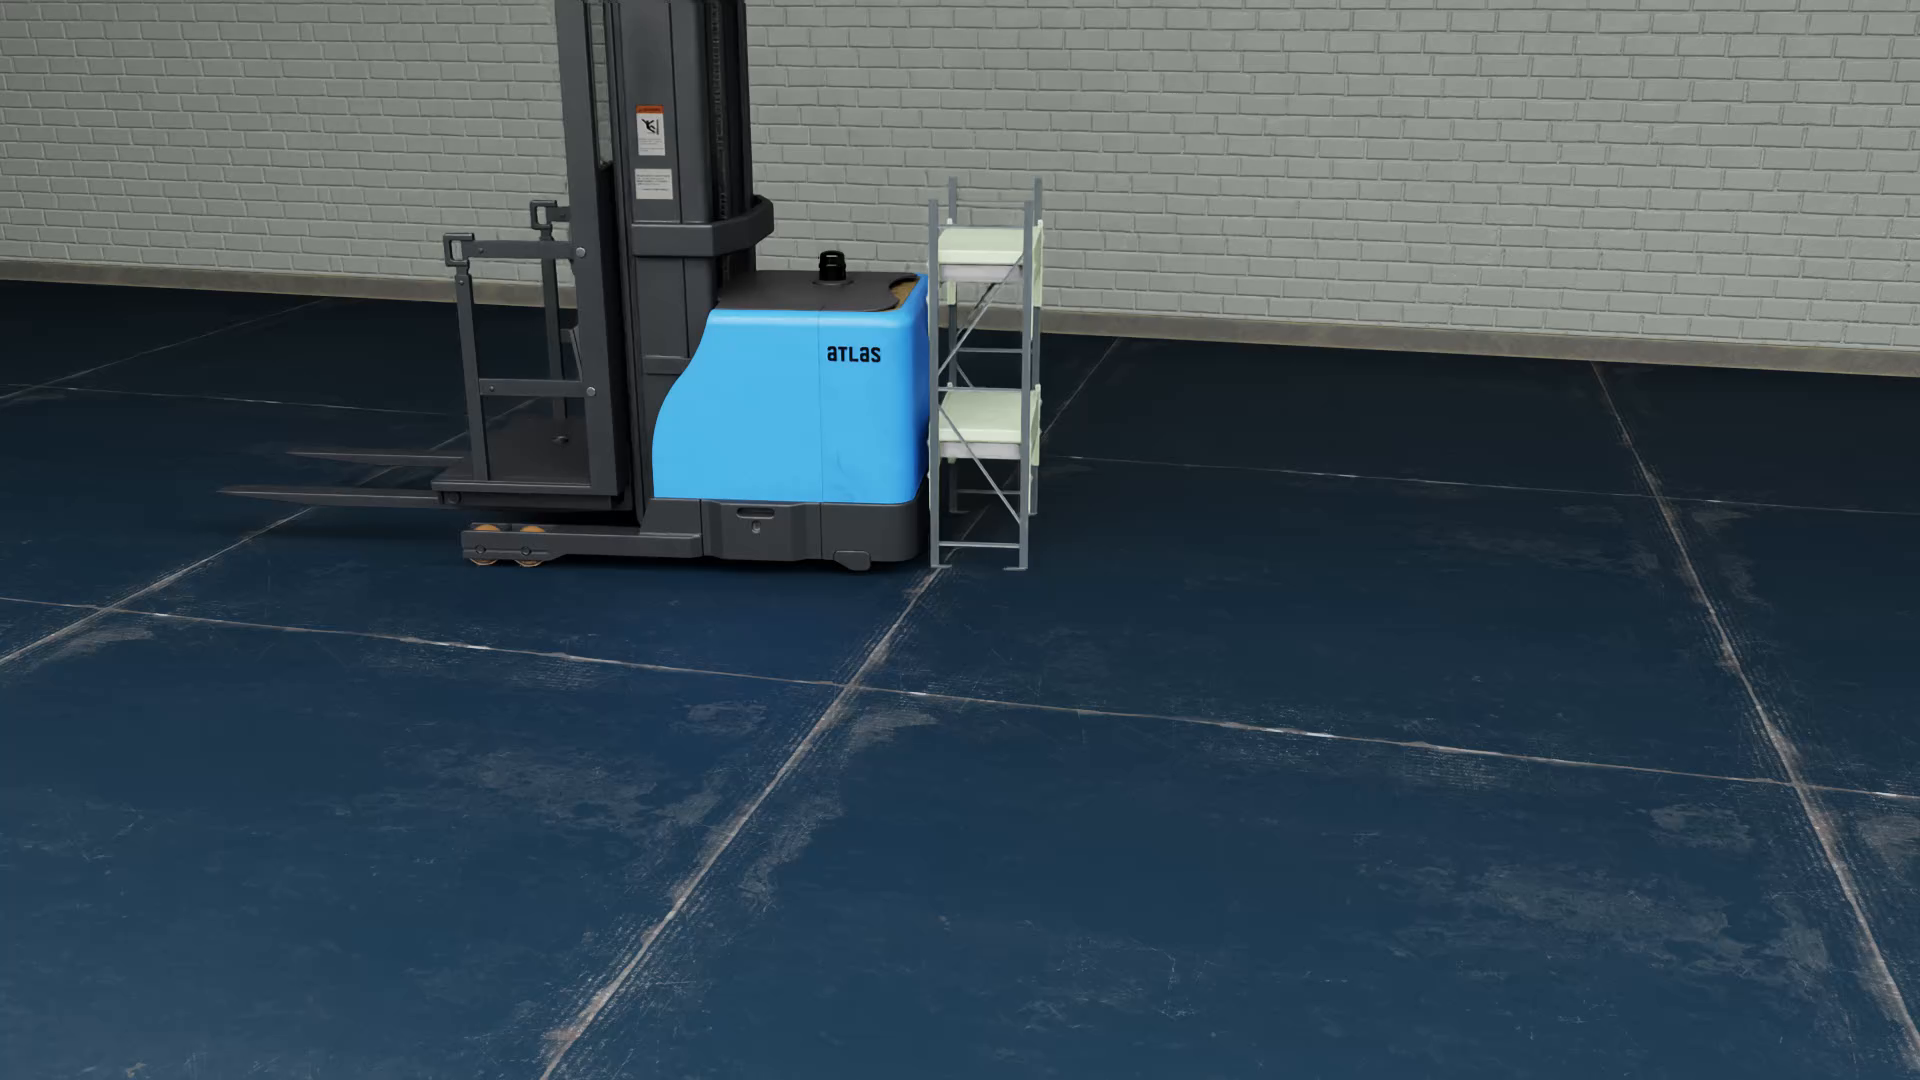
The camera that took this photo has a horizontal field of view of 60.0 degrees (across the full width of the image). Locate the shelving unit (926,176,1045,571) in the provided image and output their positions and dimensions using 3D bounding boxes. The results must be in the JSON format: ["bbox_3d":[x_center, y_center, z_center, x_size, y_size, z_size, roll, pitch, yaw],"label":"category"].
[{"bbox_3d":[0.115,-0.710,6.945,0.431,1.500,0.755,2,19,5],"label":"shelving unit"}]

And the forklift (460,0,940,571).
[{"bbox_3d":[-1.638,-1.443,6.877,3.031,2.935,1.130,2,19,5],"label":"forklift"}]

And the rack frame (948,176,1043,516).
[{"bbox_3d":[0.150,-0.828,7.290,0.400,1.500,0.023,2,19,5],"label":"rack frame"}]

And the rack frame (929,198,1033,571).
[{"bbox_3d":[0.079,-0.592,6.601,0.400,1.500,0.023,2,19,5],"label":"rack frame"}]

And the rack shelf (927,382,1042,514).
[{"bbox_3d":[0.114,-0.401,7.051,0.431,0.370,0.720,2,19,5],"label":"rack shelf"}]

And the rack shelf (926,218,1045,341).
[{"bbox_3d":[0.115,-1.079,6.819,0.431,0.370,0.720,2,19,5],"label":"rack shelf"}]
